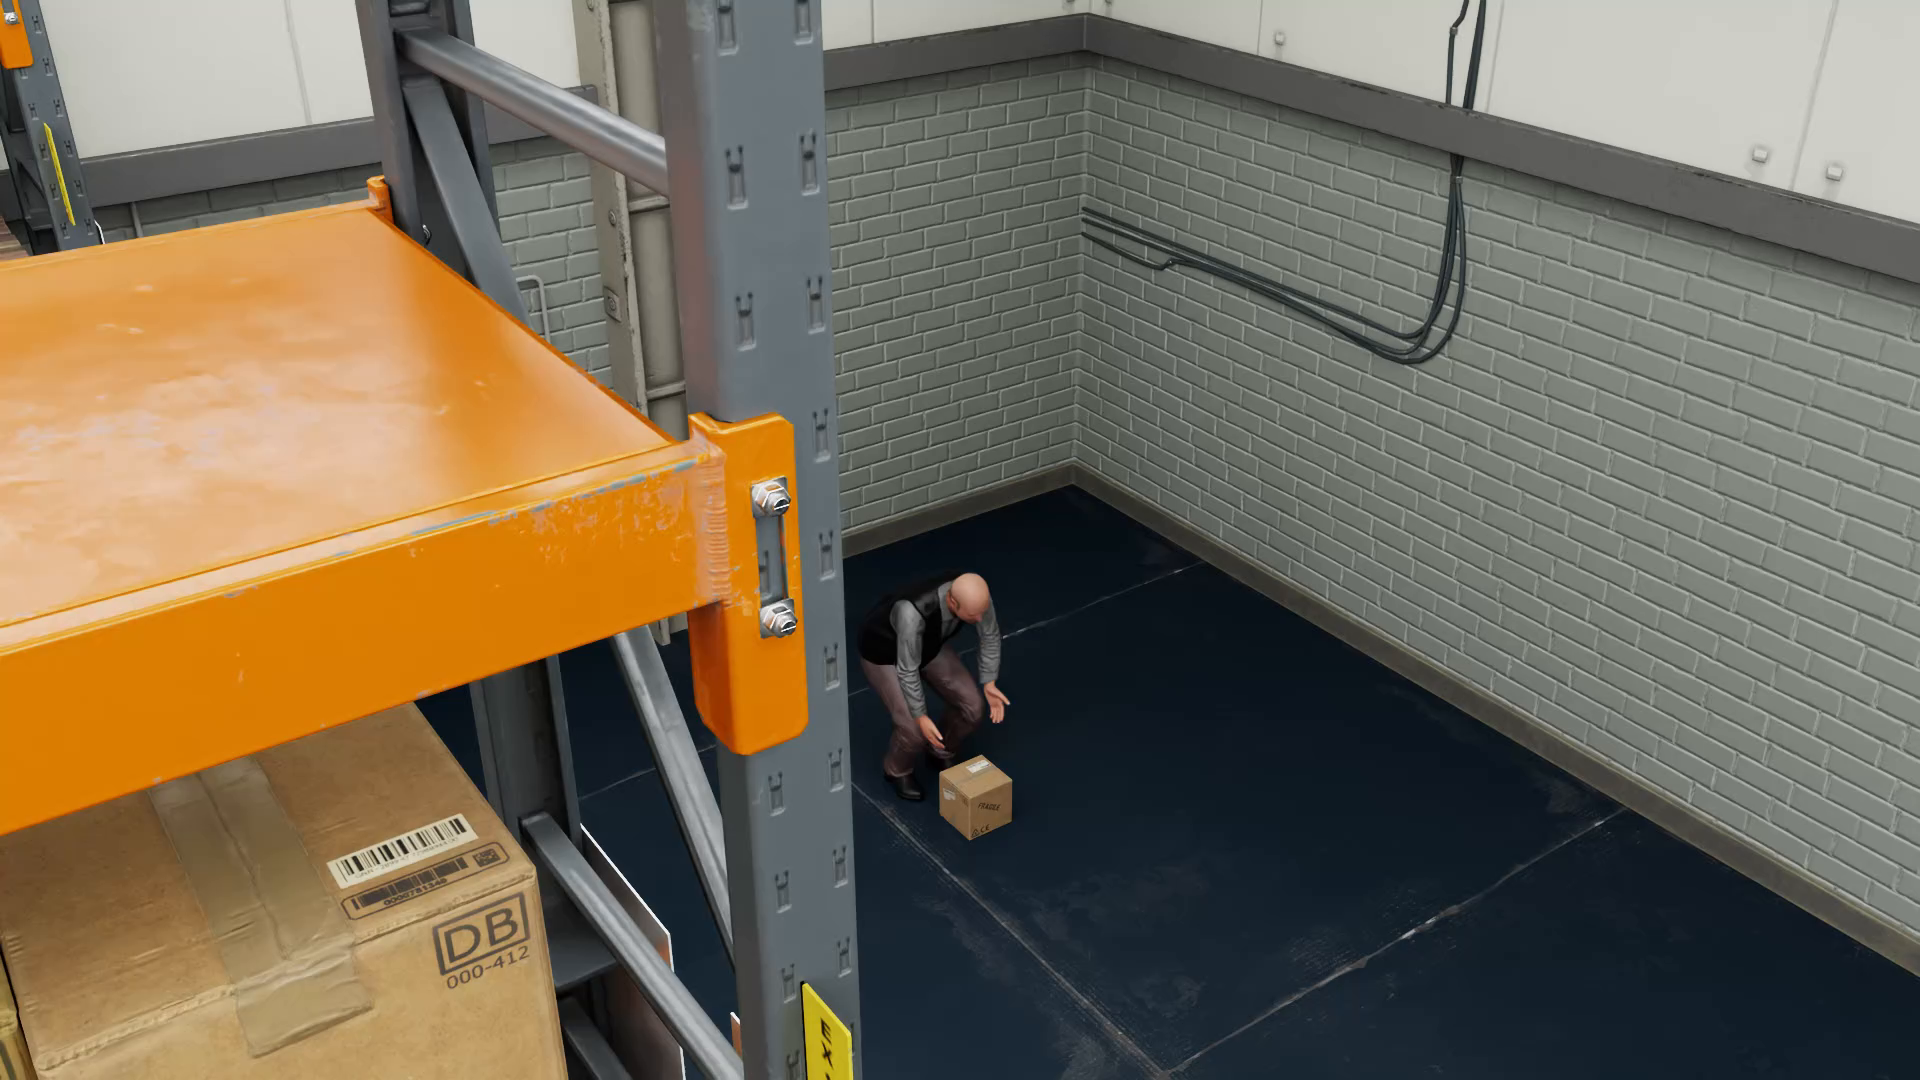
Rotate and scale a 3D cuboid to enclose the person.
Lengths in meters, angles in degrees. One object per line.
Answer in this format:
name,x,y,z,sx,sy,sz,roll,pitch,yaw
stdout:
person,-0.126,0.616,7.973,0.587,1.285,0.771,-19,34,-31
